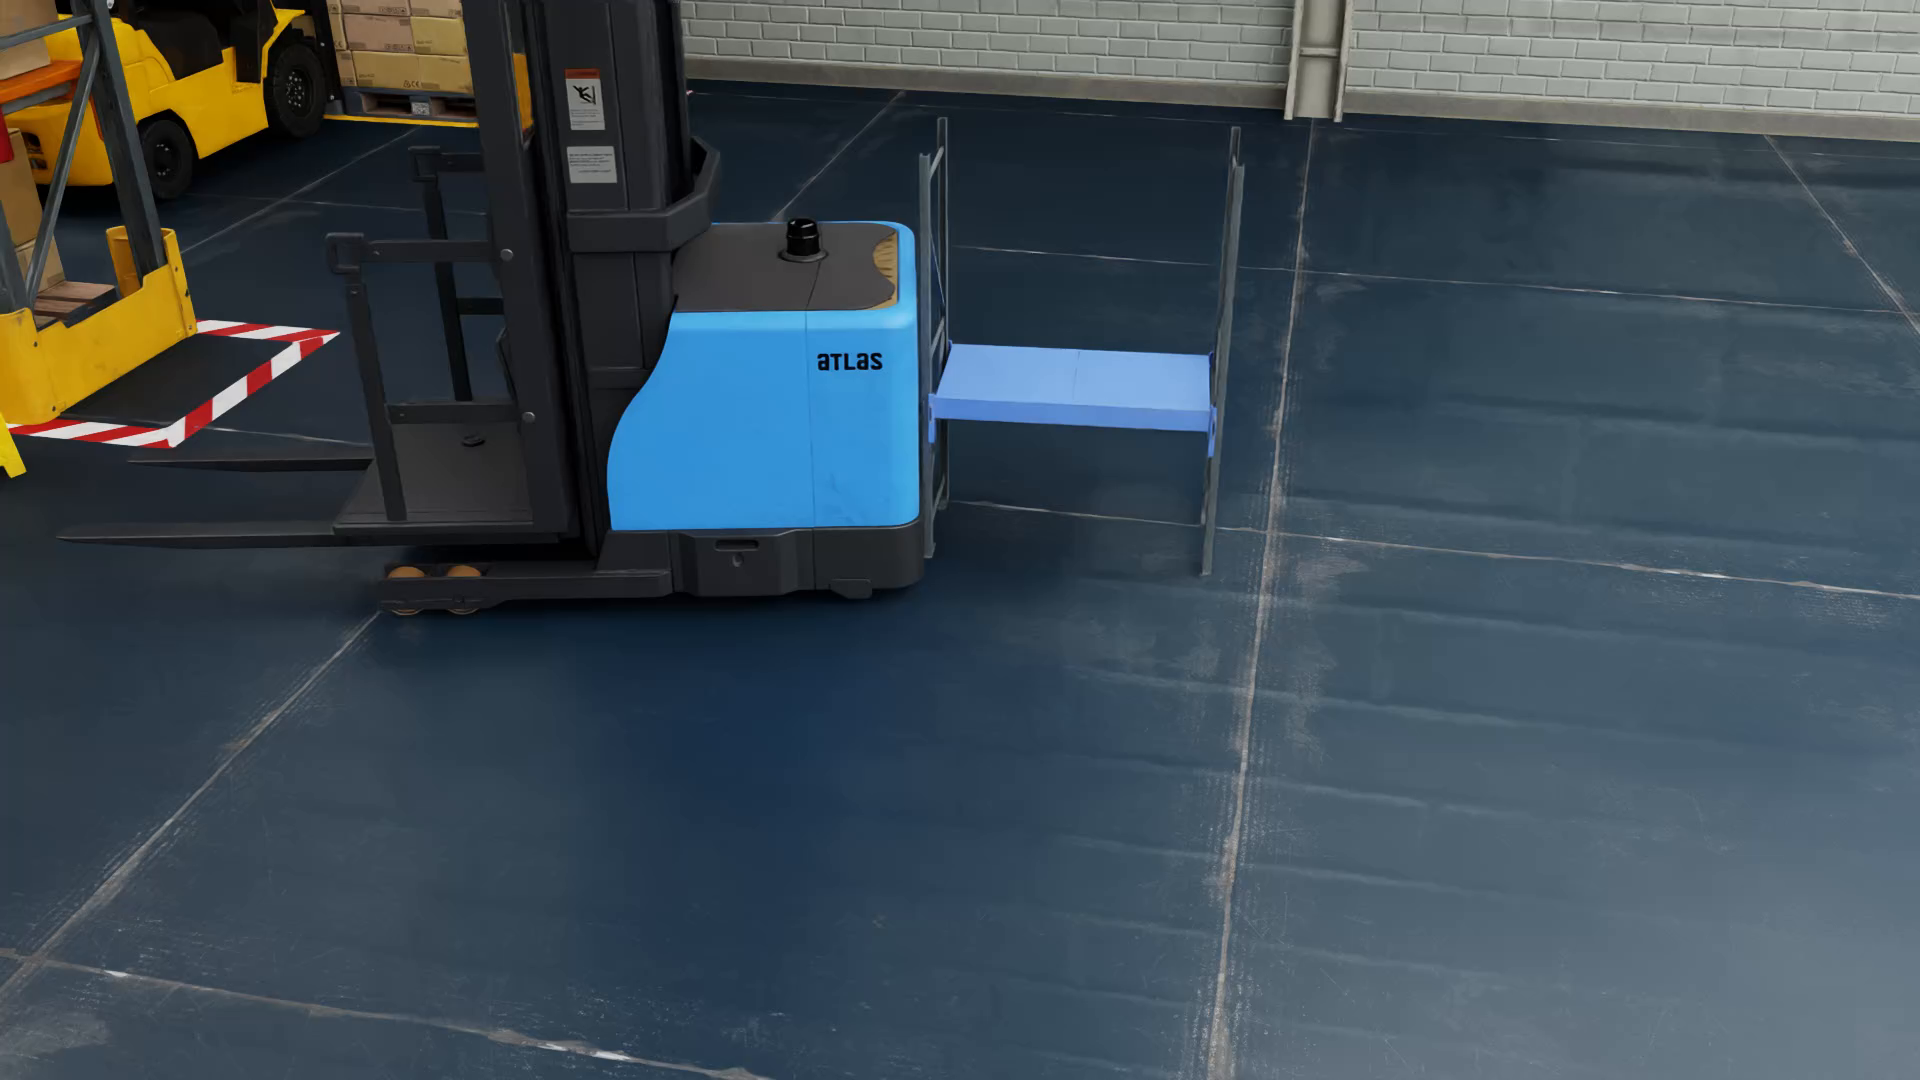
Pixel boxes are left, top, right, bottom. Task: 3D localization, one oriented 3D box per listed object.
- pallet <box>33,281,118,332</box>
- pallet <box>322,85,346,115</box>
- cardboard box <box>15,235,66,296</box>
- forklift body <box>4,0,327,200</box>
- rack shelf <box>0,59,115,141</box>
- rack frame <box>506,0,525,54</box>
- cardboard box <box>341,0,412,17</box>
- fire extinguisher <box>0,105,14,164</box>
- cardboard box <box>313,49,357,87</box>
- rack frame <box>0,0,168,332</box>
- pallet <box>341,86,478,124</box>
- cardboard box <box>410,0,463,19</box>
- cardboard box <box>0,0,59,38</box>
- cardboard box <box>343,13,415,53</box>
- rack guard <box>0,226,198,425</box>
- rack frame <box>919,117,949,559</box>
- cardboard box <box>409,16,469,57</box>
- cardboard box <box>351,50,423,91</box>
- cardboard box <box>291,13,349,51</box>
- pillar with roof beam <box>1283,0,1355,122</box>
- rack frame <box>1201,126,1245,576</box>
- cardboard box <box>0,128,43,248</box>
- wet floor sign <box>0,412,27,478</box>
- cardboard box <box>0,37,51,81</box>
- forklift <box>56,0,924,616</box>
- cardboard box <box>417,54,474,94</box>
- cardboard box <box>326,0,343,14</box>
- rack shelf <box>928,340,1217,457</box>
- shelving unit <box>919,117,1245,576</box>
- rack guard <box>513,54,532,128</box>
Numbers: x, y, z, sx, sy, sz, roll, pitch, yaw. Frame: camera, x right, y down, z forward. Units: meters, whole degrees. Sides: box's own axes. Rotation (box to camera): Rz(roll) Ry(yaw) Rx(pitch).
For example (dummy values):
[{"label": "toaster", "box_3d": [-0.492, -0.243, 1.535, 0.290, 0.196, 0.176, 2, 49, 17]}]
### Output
[{"label": "pallet", "box_3d": [-4.781, -0.970, 7.801, 1.213, 0.211, 1.003, 6, 29, 11]}, {"label": "pallet", "box_3d": [-4.833, -3.376, 12.196, 1.213, 0.211, 1.003, 6, 29, 11]}, {"label": "cardboard box", "box_3d": [-4.651, -1.276, 7.883, 0.500, 0.250, 0.500, 6, 29, 10]}, {"label": "forklift body", "box_3d": [-5.122, -3.380, 10.183, 1.214, 2.155, 2.313, 6, 29, 11]}, {"label": "rack shelf", "box_3d": [-5.875, -1.972, 7.477, 4.000, 0.370, 1.077, 6, 29, 11]}, {"label": "rack frame", "box_3d": [-2.887, -4.418, 11.197, 0.127, 3.000, 1.000, 6, 29, 11]}, {"label": "cardboard box", "box_3d": [-3.903, -3.783, 11.422, 0.500, 0.250, 0.500, 6, 29, 11]}, {"label": "fire extinguisher", "box_3d": [-3.904, -1.825, 6.541, 0.183, 0.674, 0.296, 6, 29, 11]}, {"label": "cardboard box", "box_3d": [-4.384, -3.404, 11.770, 0.500, 0.250, 0.500, 6, 29, 11]}, {"label": "rack frame", "box_3d": [-3.919, -2.087, 6.938, 0.127, 3.000, 1.000, 6, 29, 11]}, {"label": "pallet", "box_3d": [-3.643, -3.252, 11.971, 1.213, 0.211, 1.003, 6, 29, 11]}, {"label": "cardboard box", "box_3d": [-3.402, -3.735, 11.333, 0.500, 0.250, 0.500, 7, 29, 12]}, {"label": "cardboard box", "box_3d": [-4.325, -2.439, 7.168, 0.500, 0.500, 0.500, 5, 29, 10]}, {"label": "cardboard box", "box_3d": [-3.916, -3.573, 11.558, 0.500, 0.250, 0.500, 6, 29, 10]}, {"label": "rack guard", "box_3d": [-3.994, -0.998, 7.553, 0.348, 0.500, 1.175, 6, 29, 11]}, {"label": "rack frame", "box_3d": [-0.089, -0.707, 5.980, 0.032, 1.500, 0.500, 3, 29, 6]}, {"label": "cardboard box", "box_3d": [-3.428, -3.518, 11.457, 0.500, 0.250, 0.500, 5, 29, 10]}, {"label": "cardboard box", "box_3d": [-3.896, -3.350, 11.671, 0.500, 0.250, 0.500, 6, 29, 11]}, {"label": "cardboard box", "box_3d": [-4.425, -3.615, 11.635, 0.500, 0.250, 0.500, 5, 29, 9]}, {"label": "pillar with roof beam", "box_3d": [1.589, -4.920, 5.865, 0.400, 9.000, 9.100, 6, 29, 11]}, {"label": "rack frame", "box_3d": [0.920, -0.649, 5.873, 0.032, 1.500, 0.500, 3, 29, 6]}, {"label": "cardboard box", "box_3d": [-4.674, -1.607, 7.707, 0.500, 0.500, 0.500, 5, 29, 9]}, {"label": "wet floor sign", "box_3d": [-3.957, -0.533, 6.551, 0.232, 0.644, 0.267, 17, 33, 28]}, {"label": "cardboard box", "box_3d": [-4.208, -2.108, 7.239, 0.250, 0.149, 0.380, 6, 29, 11]}, {"label": "forklift", "box_3d": [-1.656, -1.283, 5.541, 3.031, 2.935, 1.130, -1, 29, -2]}, {"label": "cardboard box", "box_3d": [-3.412, -3.295, 11.571, 0.500, 0.250, 0.500, 6, 29, 11]}, {"label": "cardboard box", "box_3d": [-4.398, -3.829, 11.506, 0.500, 0.250, 0.500, 6, 29, 11]}, {"label": "rack shelf", "box_3d": [0.416, -0.520, 6.013, 1.000, 0.185, 0.538, 3, 29, 6]}, {"label": "shelving unit", "box_3d": [0.416, -0.678, 5.926, 1.048, 1.500, 0.538, 3, 29, 6]}, {"label": "rack guard", "box_3d": [-2.863, -3.320, 11.793, 0.348, 0.500, 1.175, 6, 29, 11]}]
